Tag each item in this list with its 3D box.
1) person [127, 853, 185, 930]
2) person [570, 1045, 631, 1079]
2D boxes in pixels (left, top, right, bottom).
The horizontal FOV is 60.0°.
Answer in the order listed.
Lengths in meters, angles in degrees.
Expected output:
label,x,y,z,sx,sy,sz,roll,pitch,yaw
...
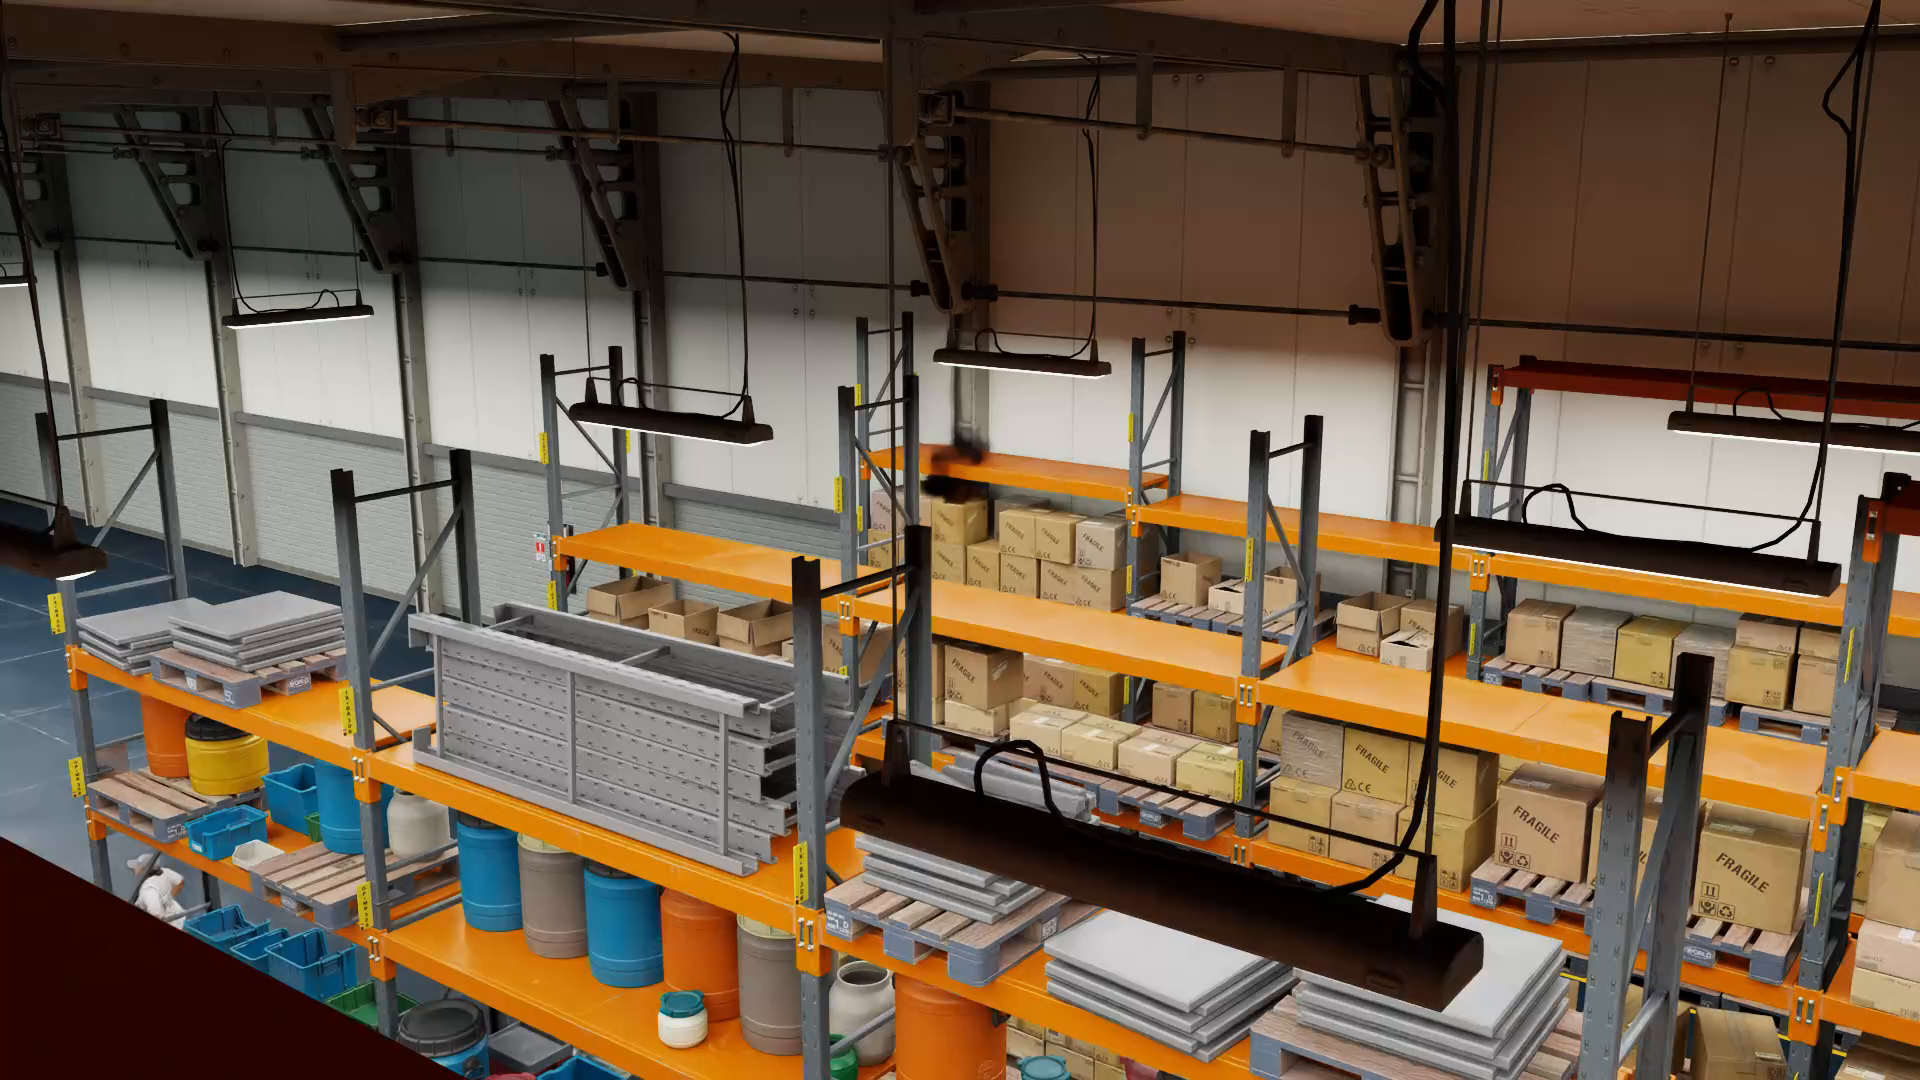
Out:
label,x,y,z,sx,sy,sz,roll,pitch,yaw
person,-7.586,3.705,15.773,0.502,1.603,0.614,-3,13,-13
person,-3.219,3.950,14.312,0.901,1.789,0.669,8,15,31
